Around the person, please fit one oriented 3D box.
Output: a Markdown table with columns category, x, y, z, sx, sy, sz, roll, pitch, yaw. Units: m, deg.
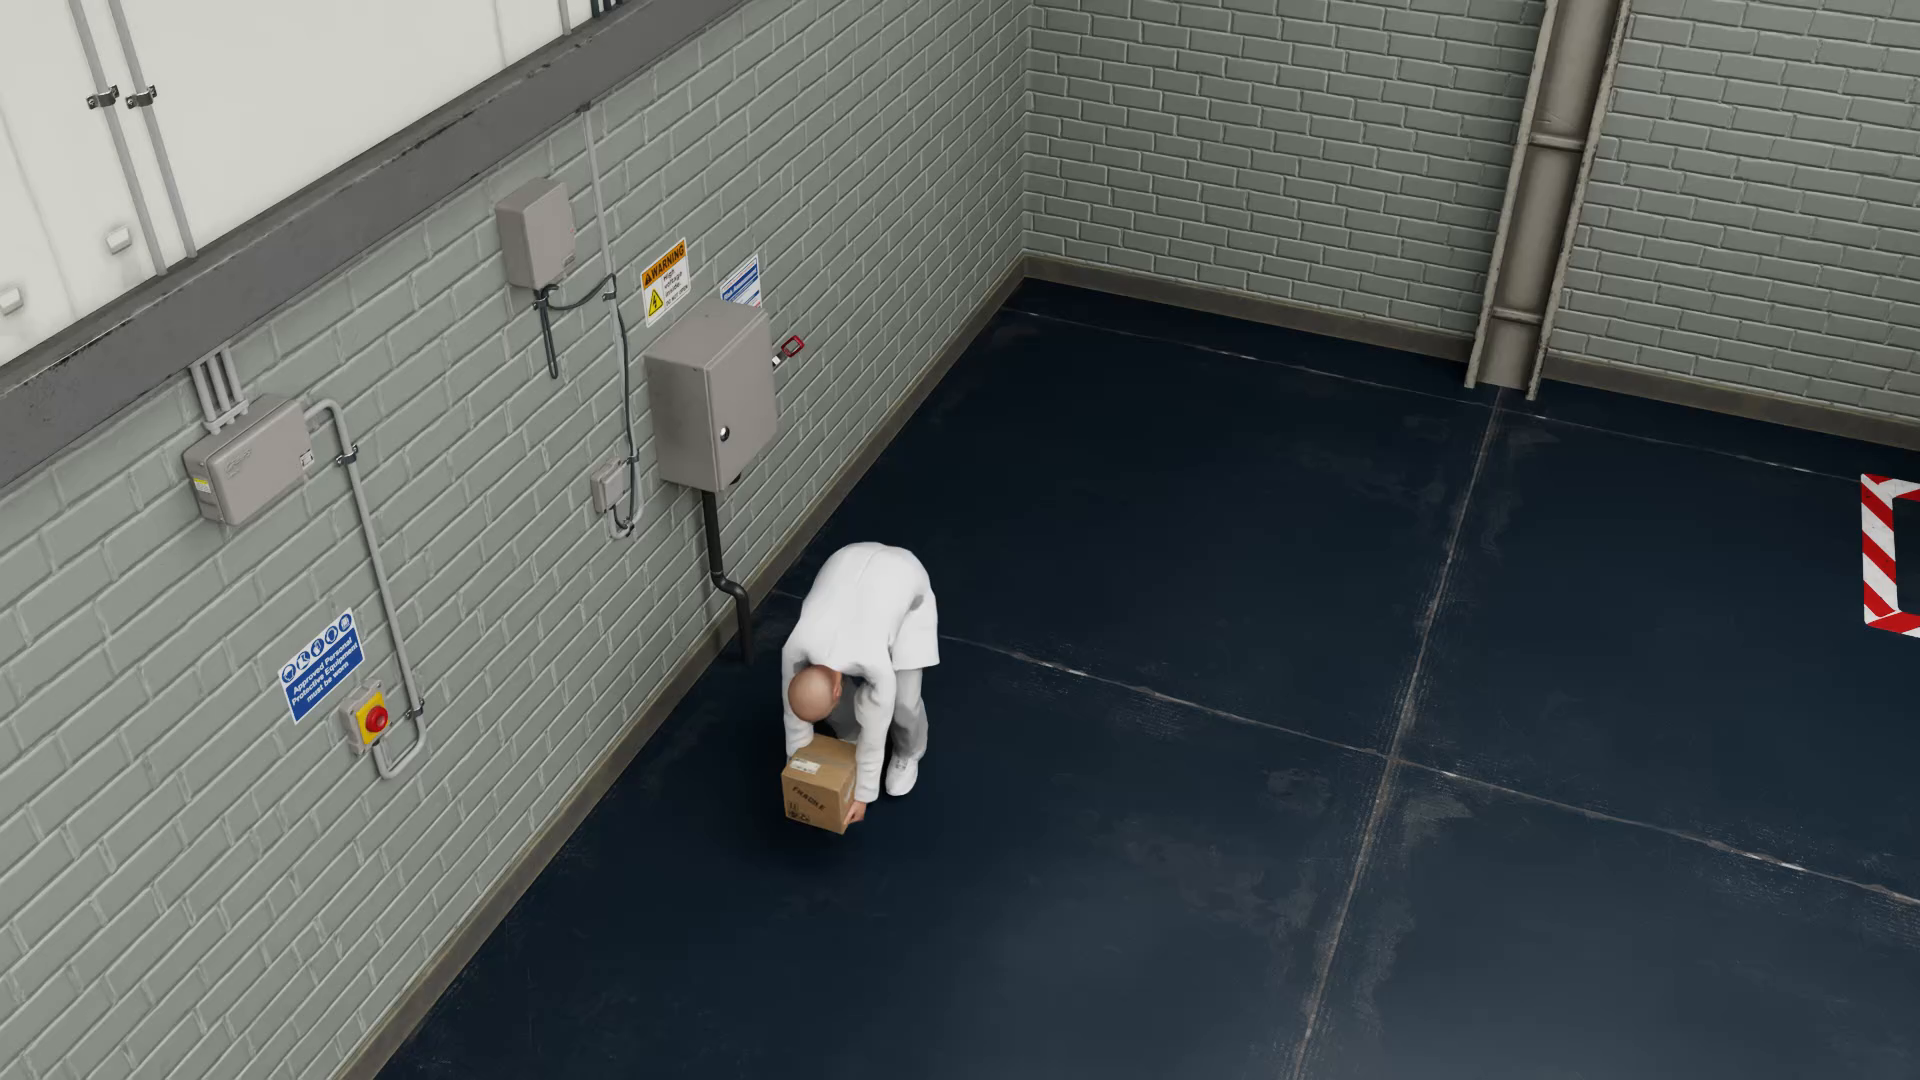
| category | x | y | z | sx | sy | sz | roll | pitch | yaw |
| --- | --- | --- | --- | --- | --- | --- | --- | --- | --- |
| person | -0.419 | 0.615 | 6.587 | 0.579 | 1.090 | 0.950 | 12 | 39 | 16 |
